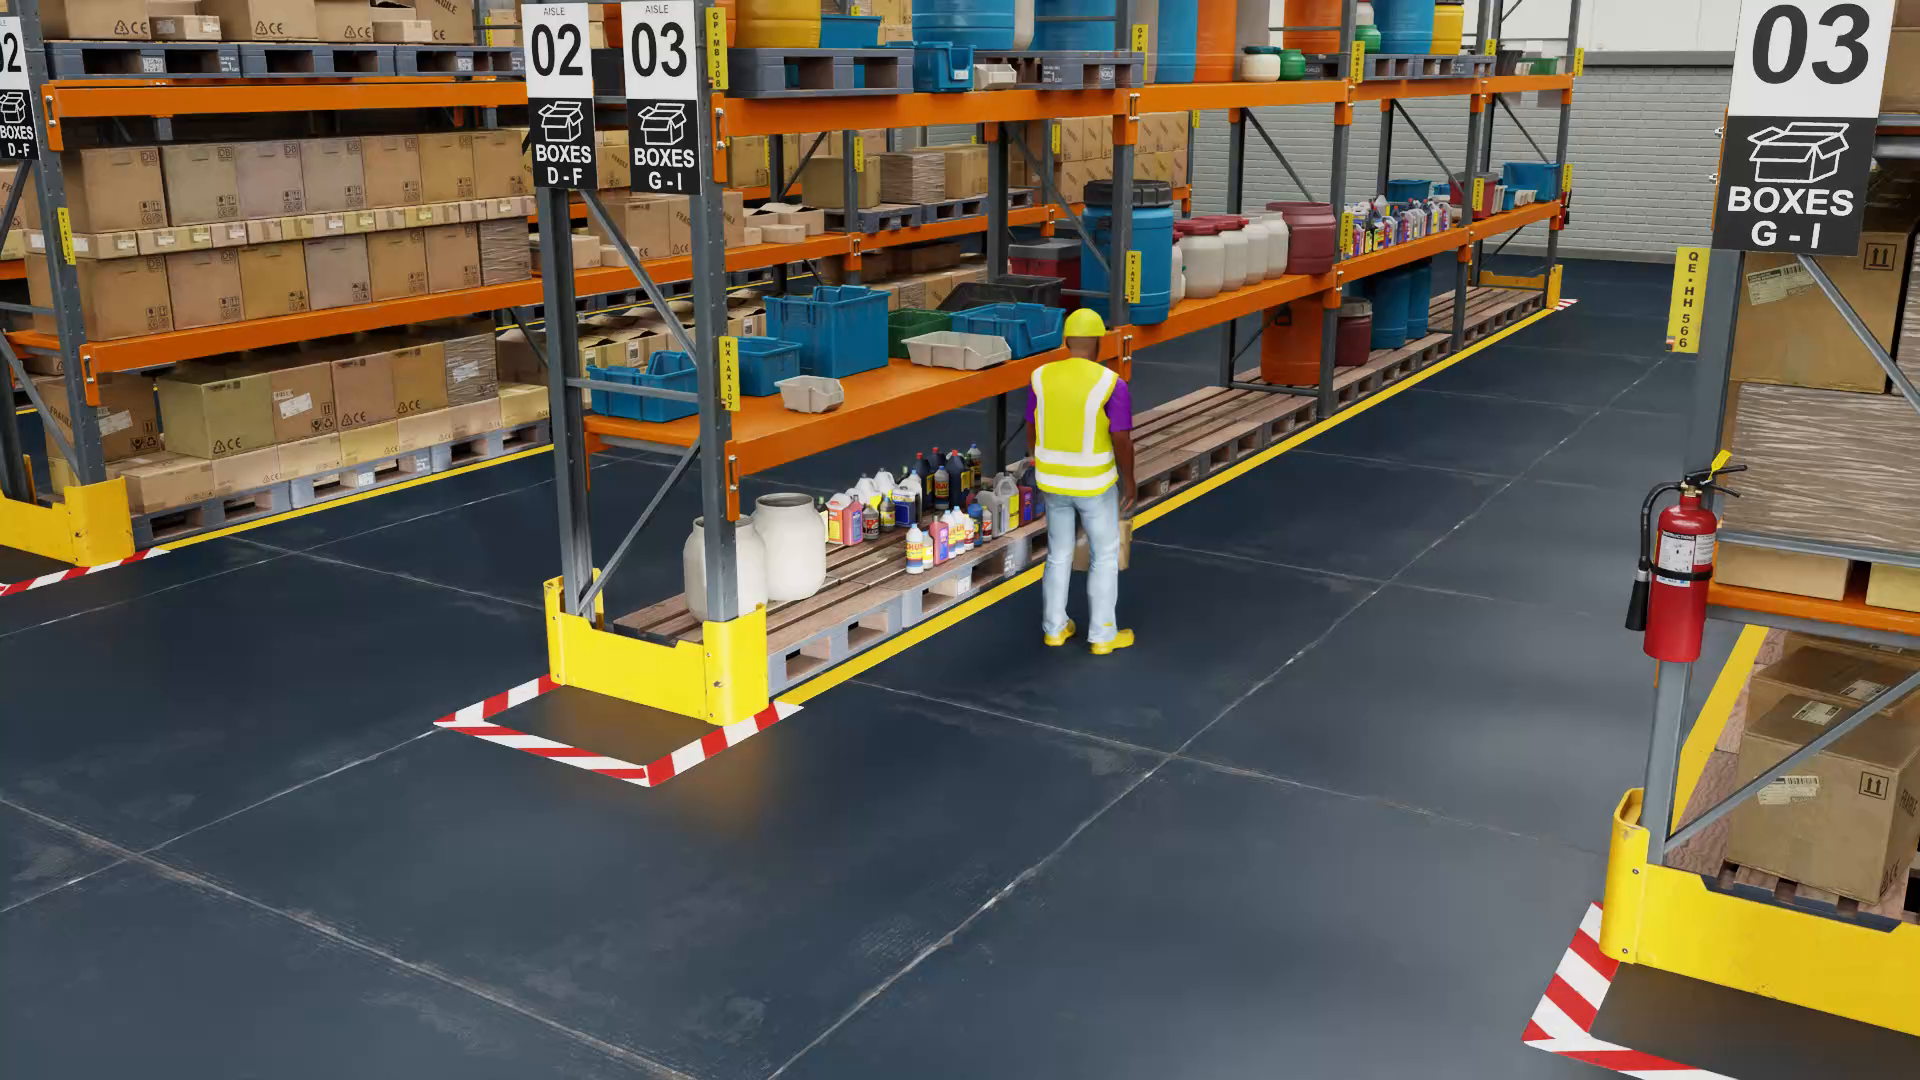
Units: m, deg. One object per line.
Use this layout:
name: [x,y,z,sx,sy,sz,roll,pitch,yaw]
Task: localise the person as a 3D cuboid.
person: [0.616,-0.301,8.540,0.591,1.764,0.430,9,18,29]
